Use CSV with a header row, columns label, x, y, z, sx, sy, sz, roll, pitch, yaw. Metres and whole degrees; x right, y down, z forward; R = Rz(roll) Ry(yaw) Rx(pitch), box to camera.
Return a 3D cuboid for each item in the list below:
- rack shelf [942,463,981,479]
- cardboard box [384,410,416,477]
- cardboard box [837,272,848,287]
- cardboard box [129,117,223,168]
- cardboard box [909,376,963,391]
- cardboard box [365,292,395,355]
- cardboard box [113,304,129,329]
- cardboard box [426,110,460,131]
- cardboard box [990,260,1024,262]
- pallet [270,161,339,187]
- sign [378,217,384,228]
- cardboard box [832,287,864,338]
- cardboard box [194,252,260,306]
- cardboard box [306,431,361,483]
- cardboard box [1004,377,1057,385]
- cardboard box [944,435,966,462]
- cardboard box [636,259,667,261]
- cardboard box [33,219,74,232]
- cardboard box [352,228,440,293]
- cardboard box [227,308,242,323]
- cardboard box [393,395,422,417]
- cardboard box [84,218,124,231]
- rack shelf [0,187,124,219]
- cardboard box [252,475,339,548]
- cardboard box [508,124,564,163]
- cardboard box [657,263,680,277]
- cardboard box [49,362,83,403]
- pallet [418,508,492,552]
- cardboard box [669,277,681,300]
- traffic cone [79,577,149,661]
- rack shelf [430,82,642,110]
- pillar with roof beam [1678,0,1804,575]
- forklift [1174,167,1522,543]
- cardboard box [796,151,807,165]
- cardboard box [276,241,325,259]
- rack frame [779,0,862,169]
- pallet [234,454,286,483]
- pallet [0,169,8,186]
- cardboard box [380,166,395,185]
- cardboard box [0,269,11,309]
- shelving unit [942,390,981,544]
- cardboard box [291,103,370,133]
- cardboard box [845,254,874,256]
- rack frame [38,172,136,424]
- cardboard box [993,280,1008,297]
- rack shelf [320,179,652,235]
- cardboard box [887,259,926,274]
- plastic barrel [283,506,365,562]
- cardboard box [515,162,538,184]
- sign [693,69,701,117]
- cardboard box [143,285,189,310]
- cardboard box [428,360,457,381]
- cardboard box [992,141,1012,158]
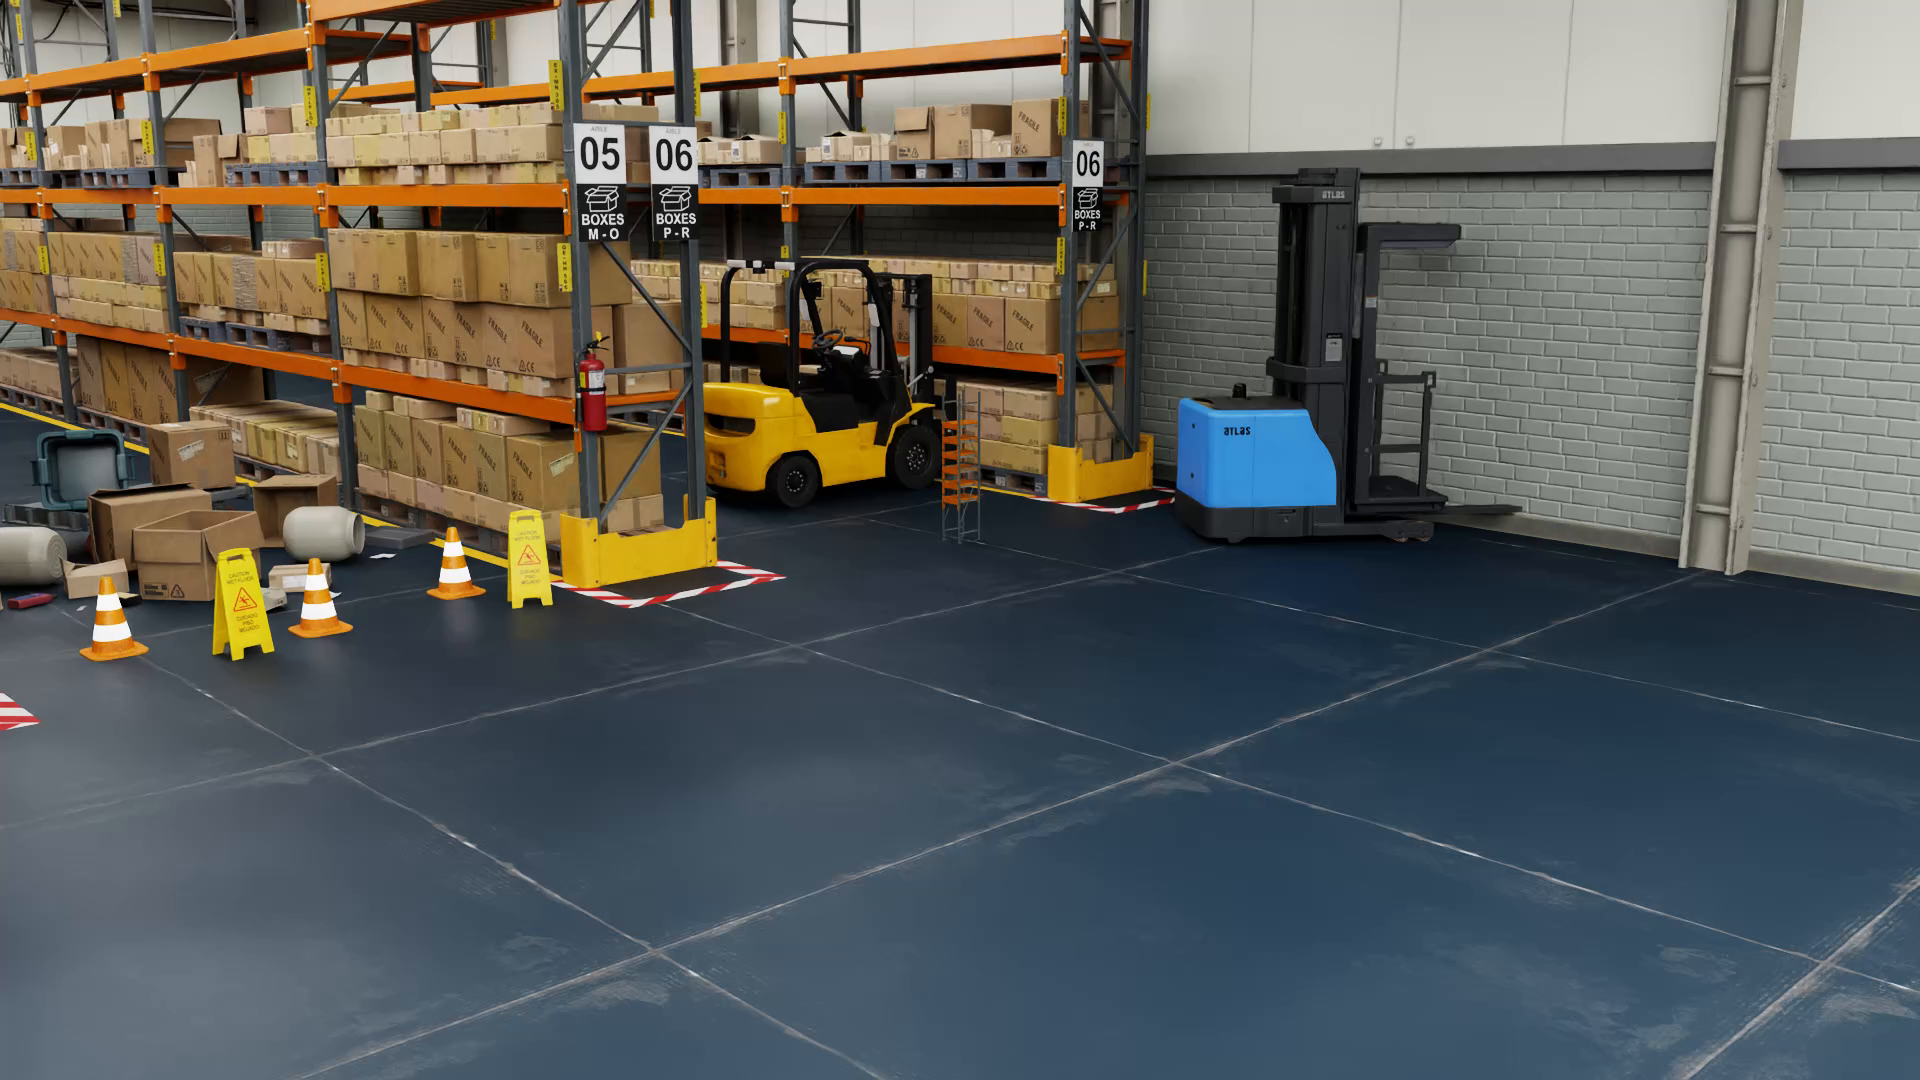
label,x,y,z,sx,sy,sz,roll,pitch,yaw
rack shelf,0.010,-0.542,13.289,0.258,0.103,0.180,-11,16,-43
cardboard box,-4.460,-0.826,13.904,0.500,0.500,0.500,-10,15,-40
cardboard box,-1.053,-2.704,17.249,0.380,0.149,0.250,-11,16,-43
cardboard box,-8.182,-4.144,17.359,0.637,0.503,0.797,11,16,42
cardboard box,-0.301,-1.502,16.565,0.500,0.250,0.500,-11,16,-44
cardboard box,-4.584,-1.822,13.836,0.500,0.500,0.500,-11,16,-43
cardboard box,-9.050,-2.496,18.466,0.500,0.250,0.500,-11,16,-43
cardboard box,-3.818,-3.181,12.628,0.380,0.149,0.250,-10,16,-41
cardboard box,0.513,-2.653,16.260,0.380,0.149,0.250,-10,15,-41
pallet,-5.399,-3.282,14.942,1.213,0.211,1.003,-11,16,-43
sign,-9.334,-5.040,26.789,0.100,0.325,0.005,-11,16,-43
cardboard box,-0.973,-2.367,17.217,0.500,0.500,0.500,-11,16,-42
cardboard box,-7.304,-2.611,16.628,0.500,0.500,0.500,-10,15,-40
cardboard box,-5.414,-0.795,15.309,0.950,0.372,0.625,-11,16,-42
cardboard box,0.757,-1.426,16.197,0.500,0.250,0.500,-11,16,-42
cardboard box,0.071,-0.940,16.316,0.500,0.250,0.500,-11,16,-42
cardboard box,-3.854,-3.424,20.741,0.380,0.149,0.250,-10,15,-41
cardboard box,-11.017,-3.825,20.210,0.380,0.149,0.250,-11,16,-44
cardboard box,-4.566,-2.313,13.740,0.700,0.500,0.500,-11,16,-42
cardboard box,-6.998,-2.234,16.402,0.380,0.149,0.250,-10,15,-39
cardboard box,-4.439,-1.119,13.718,0.380,0.149,0.250,-10,15,-40
cardboard box,-10.605,-3.907,20.606,0.380,0.149,0.250,-11,16,-43
rack shelf,-11.956,-4.377,21.570,1.077,0.370,4.000,-11,16,-43
cardboard box,-5.294,-0.231,13.289,0.500,0.500,0.500,-1,12,-4
cardboard box,-2.836,-2.795,11.745,0.500,0.250,0.500,-11,16,-43
cardboard box,-3.319,-3.169,19.502,0.380,0.149,0.250,-10,16,-41
cardboard box,-10.931,-2.025,21.117,0.875,0.438,0.875,-11,16,-43
pallet,-3.714,-0.163,13.681,1.003,0.211,1.213,-11,16,-43
cardboard box,-3.031,-2.926,19.312,0.500,0.250,0.500,-11,16,-42
traffic cone,-5.138,0.455,10.056,0.336,0.463,0.334,-11,16,-43
rack shelf,-5.606,-5.758,21.834,1.077,0.370,4.000,-11,16,-43
pillar with roof beam,2.501,-3.599,8.578,9.100,9.000,0.400,-11,16,-43
forklift,3.369,-1.523,13.541,3.031,2.935,1.130,-2,12,-8
cardboard box,-1.907,-4.245,18.480,0.380,0.149,0.250,-11,16,-43
cardboard box,-6.017,-2.653,15.222,0.250,0.149,0.380,11,16,43
rack frame,-1.463,-5.431,17.471,1.000,3.000,0.127,-11,16,-43
pallet,-6.435,-0.726,16.413,1.003,0.211,1.213,-11,16,-43
pallet,-11.970,-4.692,21.540,1.003,0.211,1.213,-11,16,-43
cardboard box,-4.476,-2.958,13.524,0.380,0.149,0.250,-10,15,-41
cardboard box,-12.147,-3.273,21.617,0.500,0.500,0.500,-10,15,-41
shelving unit,0.010,-0.586,13.280,0.258,1.200,0.189,-11,16,-43
cardboard box,-5.542,-3.713,14.660,0.500,0.250,0.500,-10,16,-41
cardboard box,-1.024,-3.000,17.949,0.380,0.149,0.250,-11,16,-42
rack frame,-10.575,-2.968,20.383,1.000,3.000,0.127,-11,16,-43
cardboard box,0.525,-2.367,15.609,0.380,0.149,0.250,-11,16,-42
rack shelf,-3.669,-2.625,13.069,1.077,0.370,4.000,-11,16,-43
cardboard box,-0.510,-2.740,16.685,0.380,0.149,0.250,-11,16,-43
plastic barrel,-4.809,-0.045,12.582,0.512,0.421,0.421,-1,12,-4
cardboard box,-2.932,-2.607,11.823,0.380,0.149,0.250,-11,16,-42
sign,-1.895,-3.189,11.859,0.100,0.325,0.005,-11,16,-43
cardboard box,-8.331,-2.591,17.686,0.500,0.250,0.500,-11,16,-43
cardboard box,-3.994,-1.366,13.229,0.380,0.149,0.250,-11,16,-43
cardboard box,0.508,-3.588,15.294,0.250,0.149,0.380,11,16,44
